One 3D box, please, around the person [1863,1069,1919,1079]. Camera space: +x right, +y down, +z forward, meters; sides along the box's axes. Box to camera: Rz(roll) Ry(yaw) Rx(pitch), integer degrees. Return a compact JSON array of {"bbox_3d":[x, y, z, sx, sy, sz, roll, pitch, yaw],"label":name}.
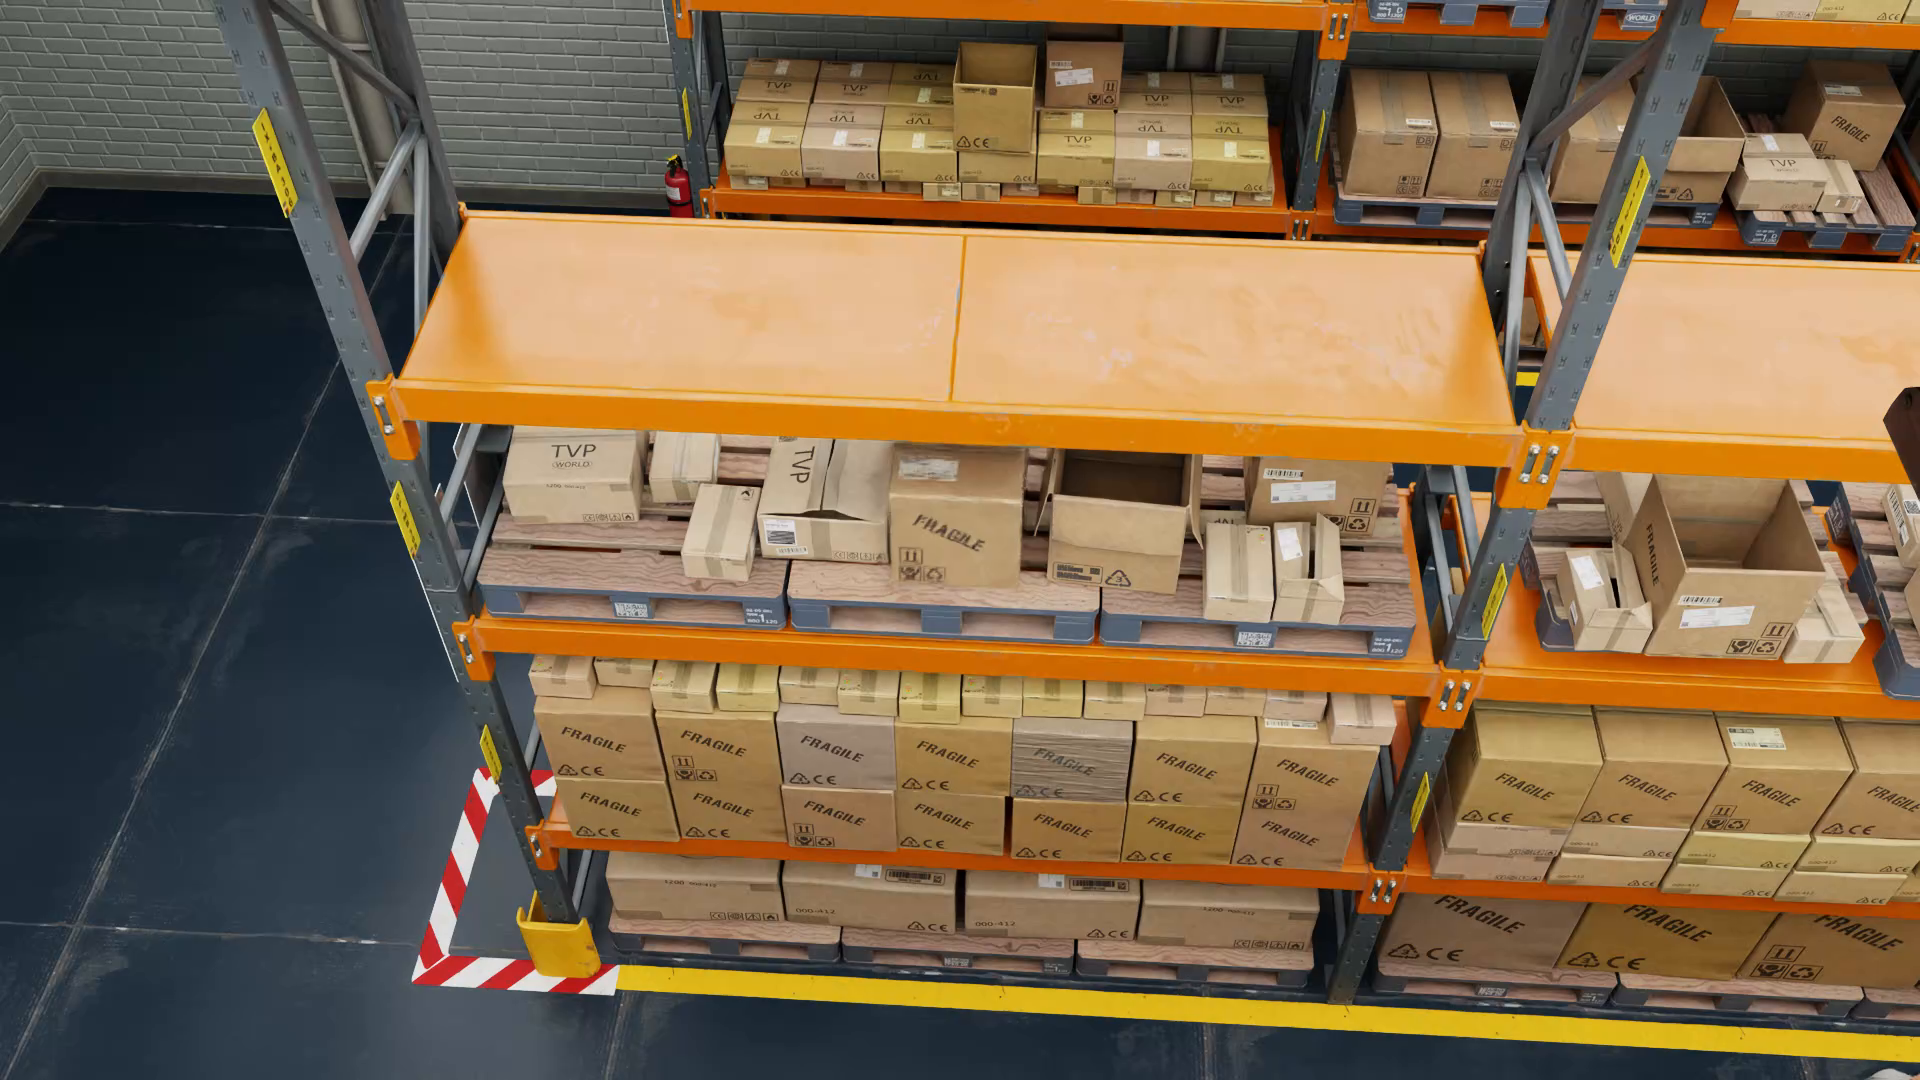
[{"bbox_3d":[3.964,2.691,7.201,0.543,1.692,0.479,-14,49,-12],"label":"person"}]
